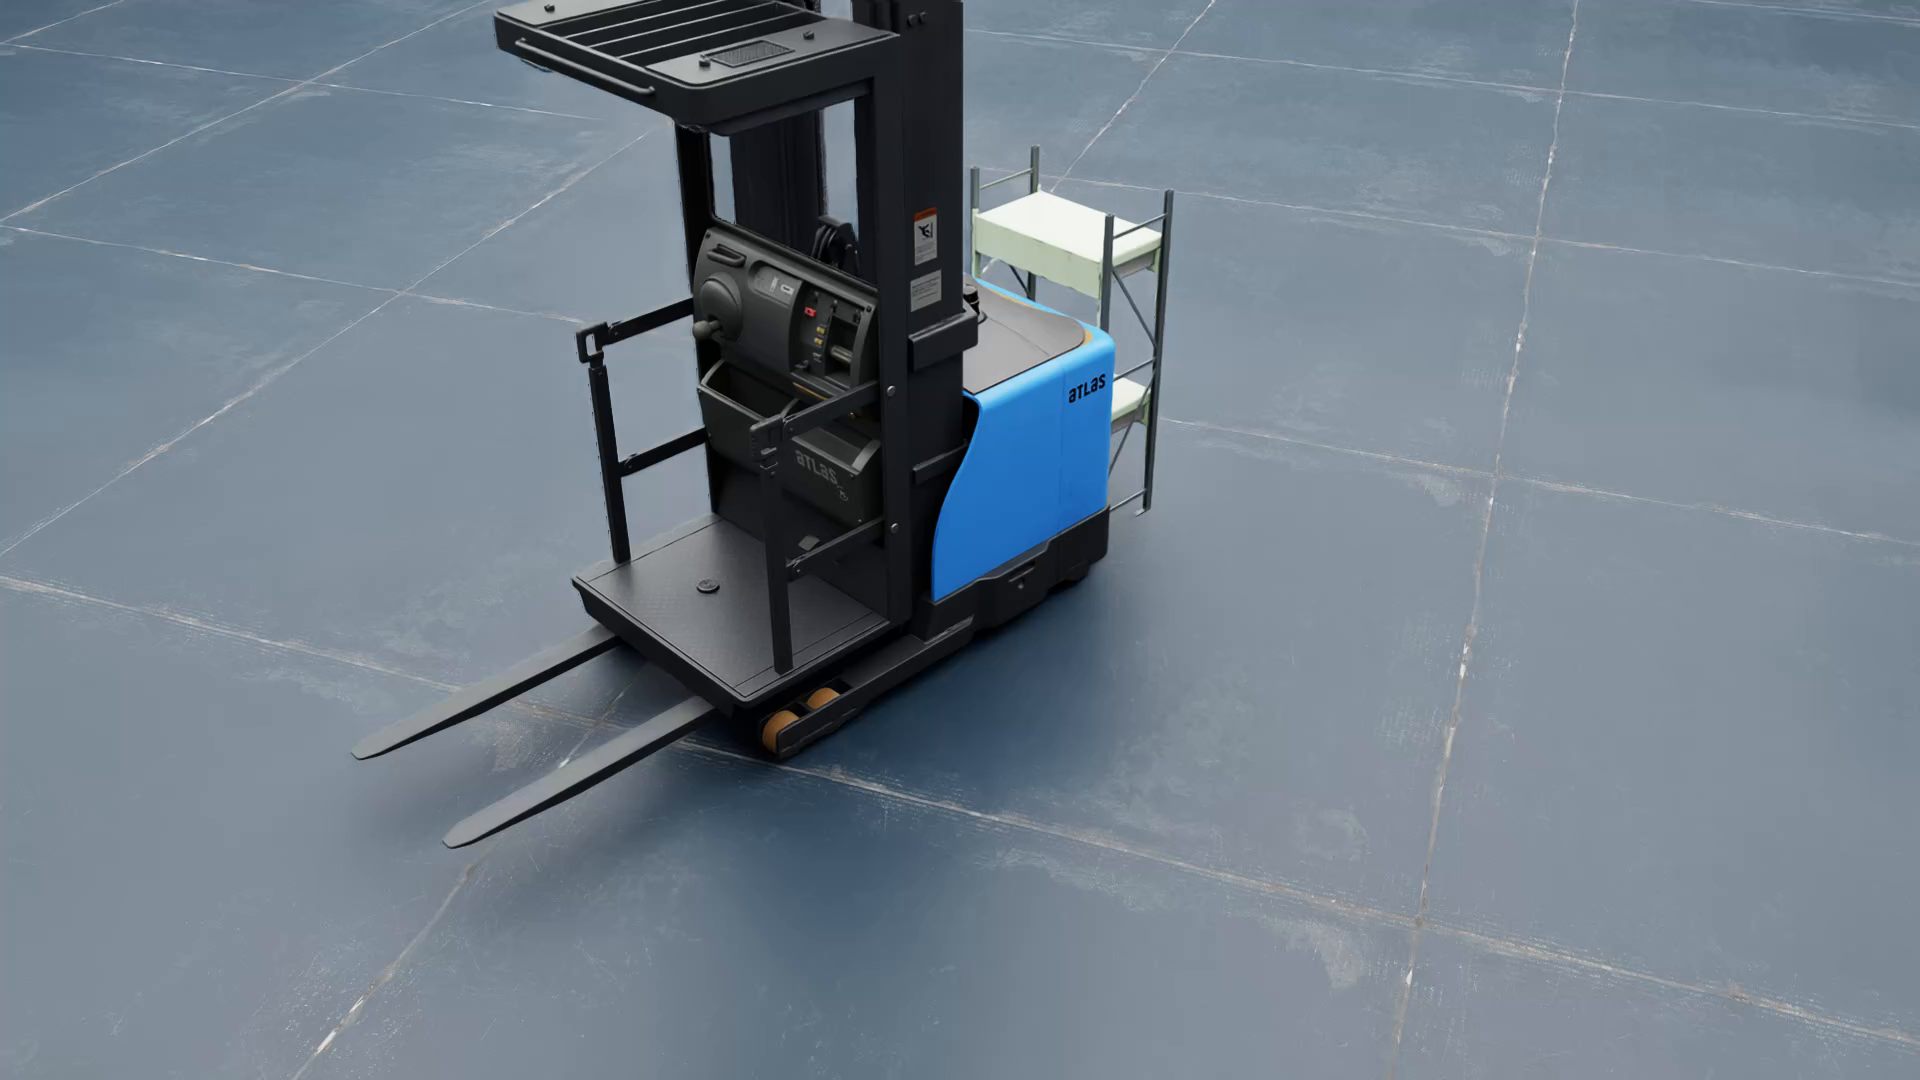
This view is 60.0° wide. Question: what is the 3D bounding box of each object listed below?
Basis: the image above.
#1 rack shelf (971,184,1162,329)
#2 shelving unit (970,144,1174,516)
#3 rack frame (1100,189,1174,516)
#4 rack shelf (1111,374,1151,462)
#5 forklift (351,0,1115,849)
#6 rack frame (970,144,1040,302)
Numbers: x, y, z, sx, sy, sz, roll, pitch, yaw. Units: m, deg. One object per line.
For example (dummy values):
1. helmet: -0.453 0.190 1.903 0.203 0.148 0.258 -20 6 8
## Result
1. rack shelf: 0.450 -1.167 6.955 0.431 0.370 0.720 -28 42 -36
2. shelving unit: 0.450 -0.839 7.167 0.431 1.500 0.755 -28 42 -36
3. rack frame: 0.709 -0.699 6.949 0.400 1.500 0.023 -28 42 -36
4. rack shelf: 0.450 -0.565 7.344 0.431 0.370 0.720 -28 42 -36
5. forklift: -0.779 -0.761 5.727 3.031 2.935 1.130 -28 42 -36
6. rack frame: 0.192 -0.980 7.385 0.400 1.500 0.023 -28 42 -36
